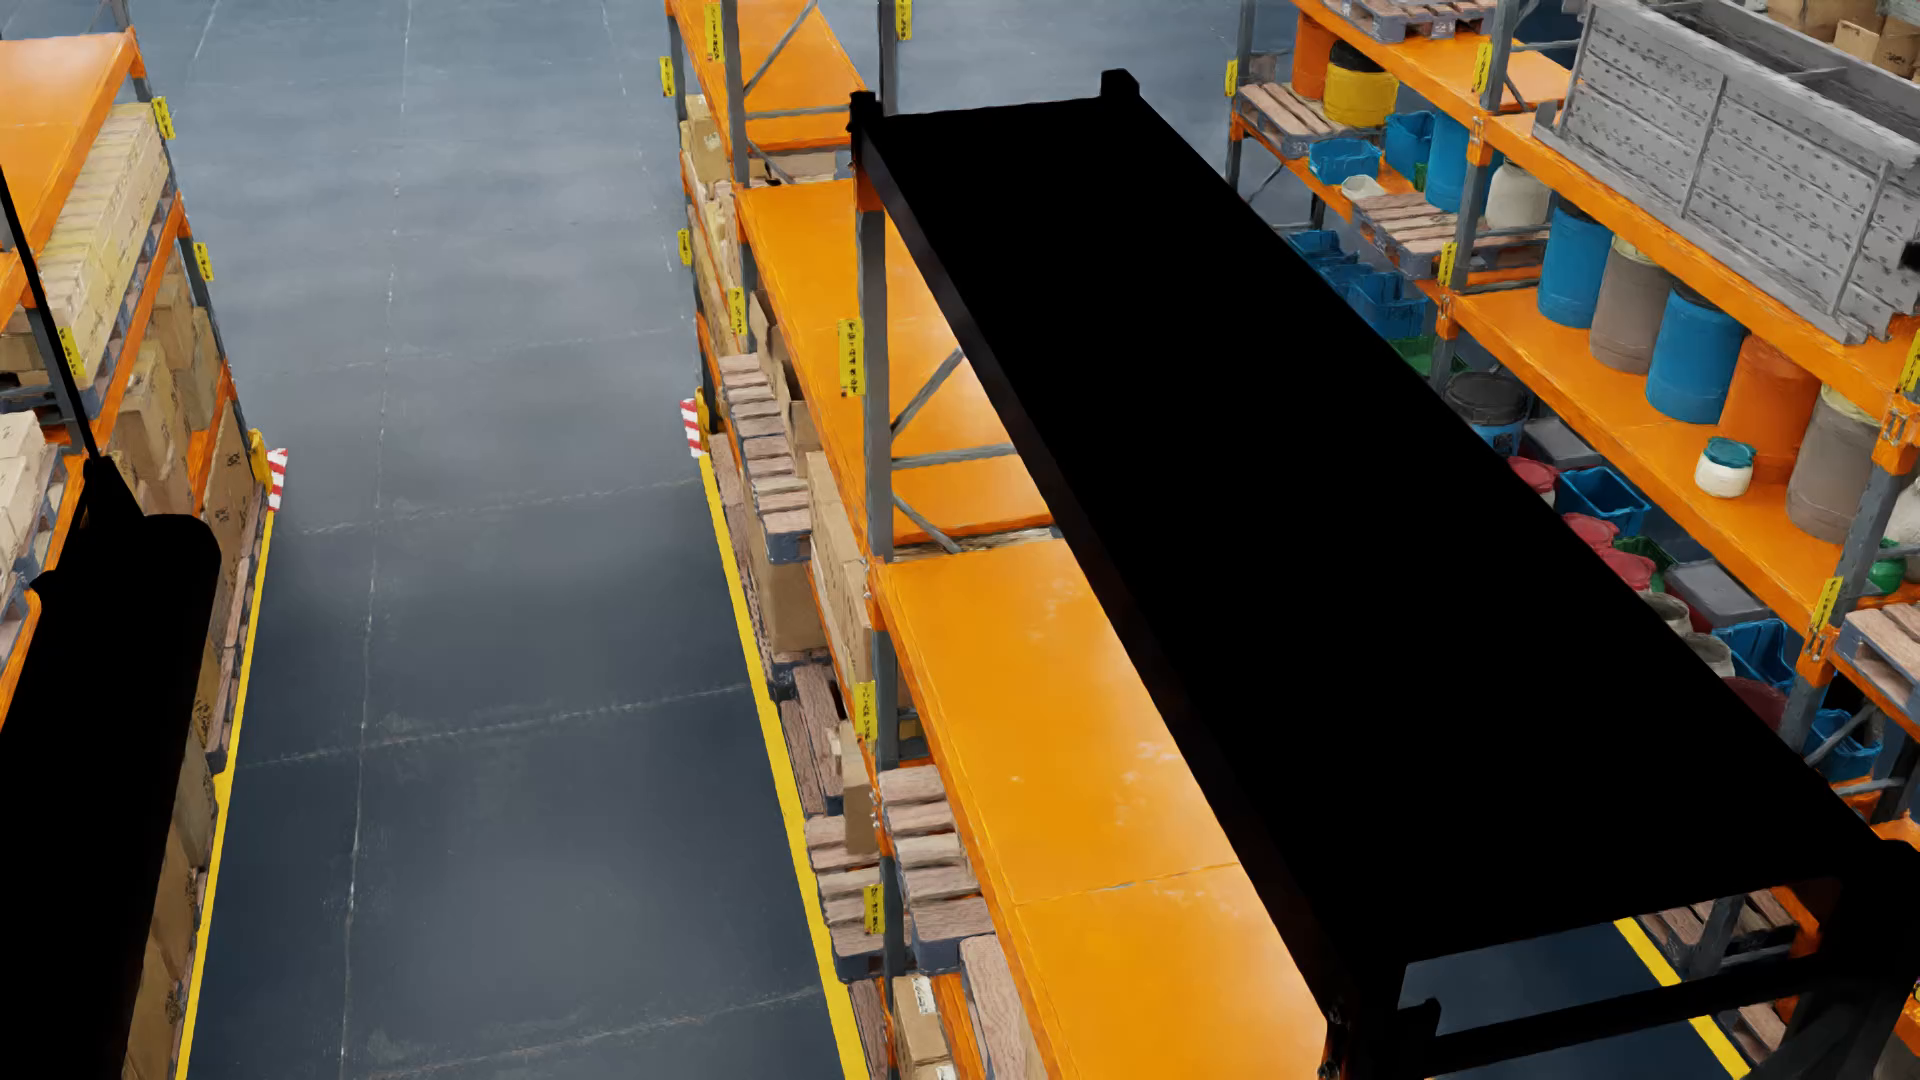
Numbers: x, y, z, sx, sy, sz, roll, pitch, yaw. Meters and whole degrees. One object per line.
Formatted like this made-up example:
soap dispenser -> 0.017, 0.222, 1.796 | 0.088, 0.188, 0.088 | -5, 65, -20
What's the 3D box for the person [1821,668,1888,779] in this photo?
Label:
person -> 5.616, 1.262, 10.677 | 0.618, 1.661, 0.628 | -19, 39, -25
